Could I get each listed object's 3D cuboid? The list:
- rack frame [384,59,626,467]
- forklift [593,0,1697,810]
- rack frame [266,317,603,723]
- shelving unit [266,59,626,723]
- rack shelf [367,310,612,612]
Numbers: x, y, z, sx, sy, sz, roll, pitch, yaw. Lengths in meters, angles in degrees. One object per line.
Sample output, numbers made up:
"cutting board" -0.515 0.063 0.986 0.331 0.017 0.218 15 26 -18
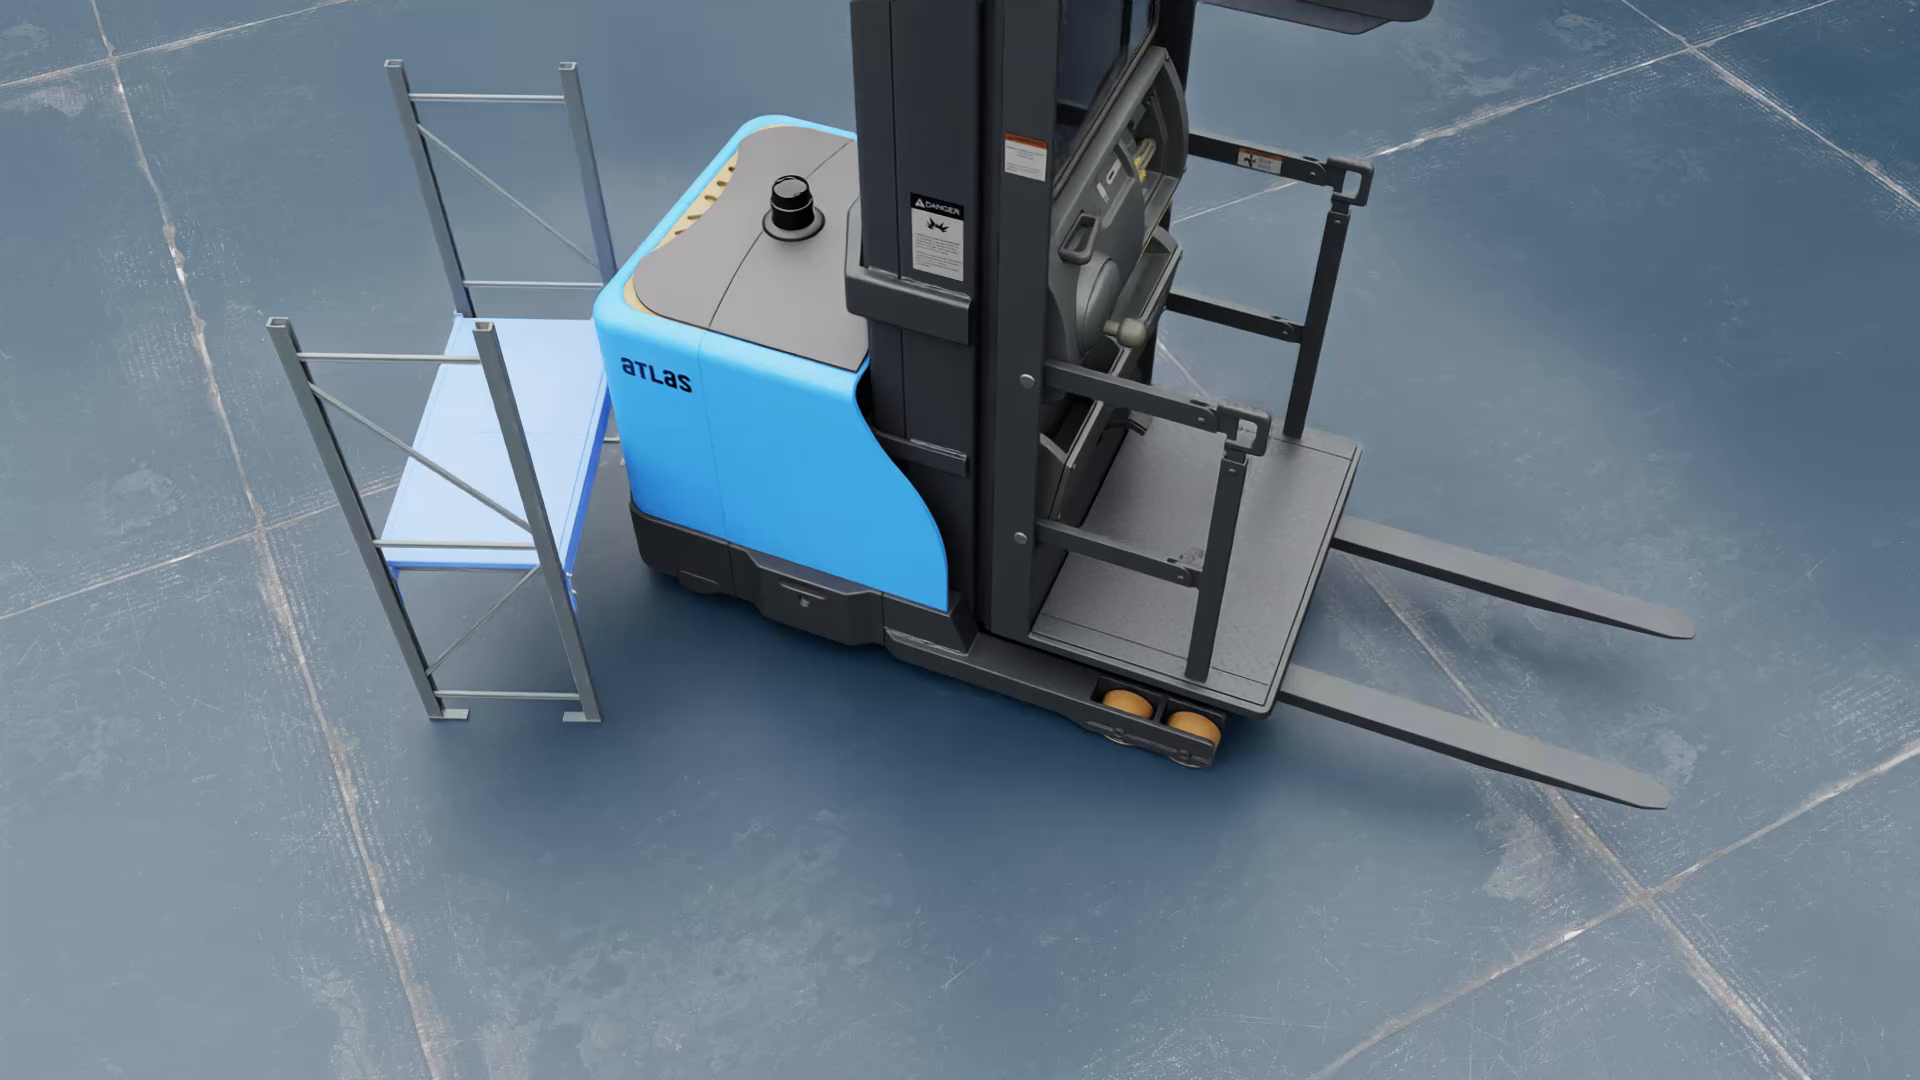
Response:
"rack frame" -1.254 -0.749 4.909 0.500 1.500 0.032 1 49 1
"forklift" 0.577 -0.784 3.988 3.031 2.935 1.130 17 51 15
"rack frame" -1.282 0.016 4.240 0.500 1.500 0.032 1 49 1
"shelving unit" -1.268 -0.367 4.574 0.538 1.500 1.048 1 49 1
"rack shelf" -1.268 -0.248 4.710 0.538 0.185 1.000 1 49 1
